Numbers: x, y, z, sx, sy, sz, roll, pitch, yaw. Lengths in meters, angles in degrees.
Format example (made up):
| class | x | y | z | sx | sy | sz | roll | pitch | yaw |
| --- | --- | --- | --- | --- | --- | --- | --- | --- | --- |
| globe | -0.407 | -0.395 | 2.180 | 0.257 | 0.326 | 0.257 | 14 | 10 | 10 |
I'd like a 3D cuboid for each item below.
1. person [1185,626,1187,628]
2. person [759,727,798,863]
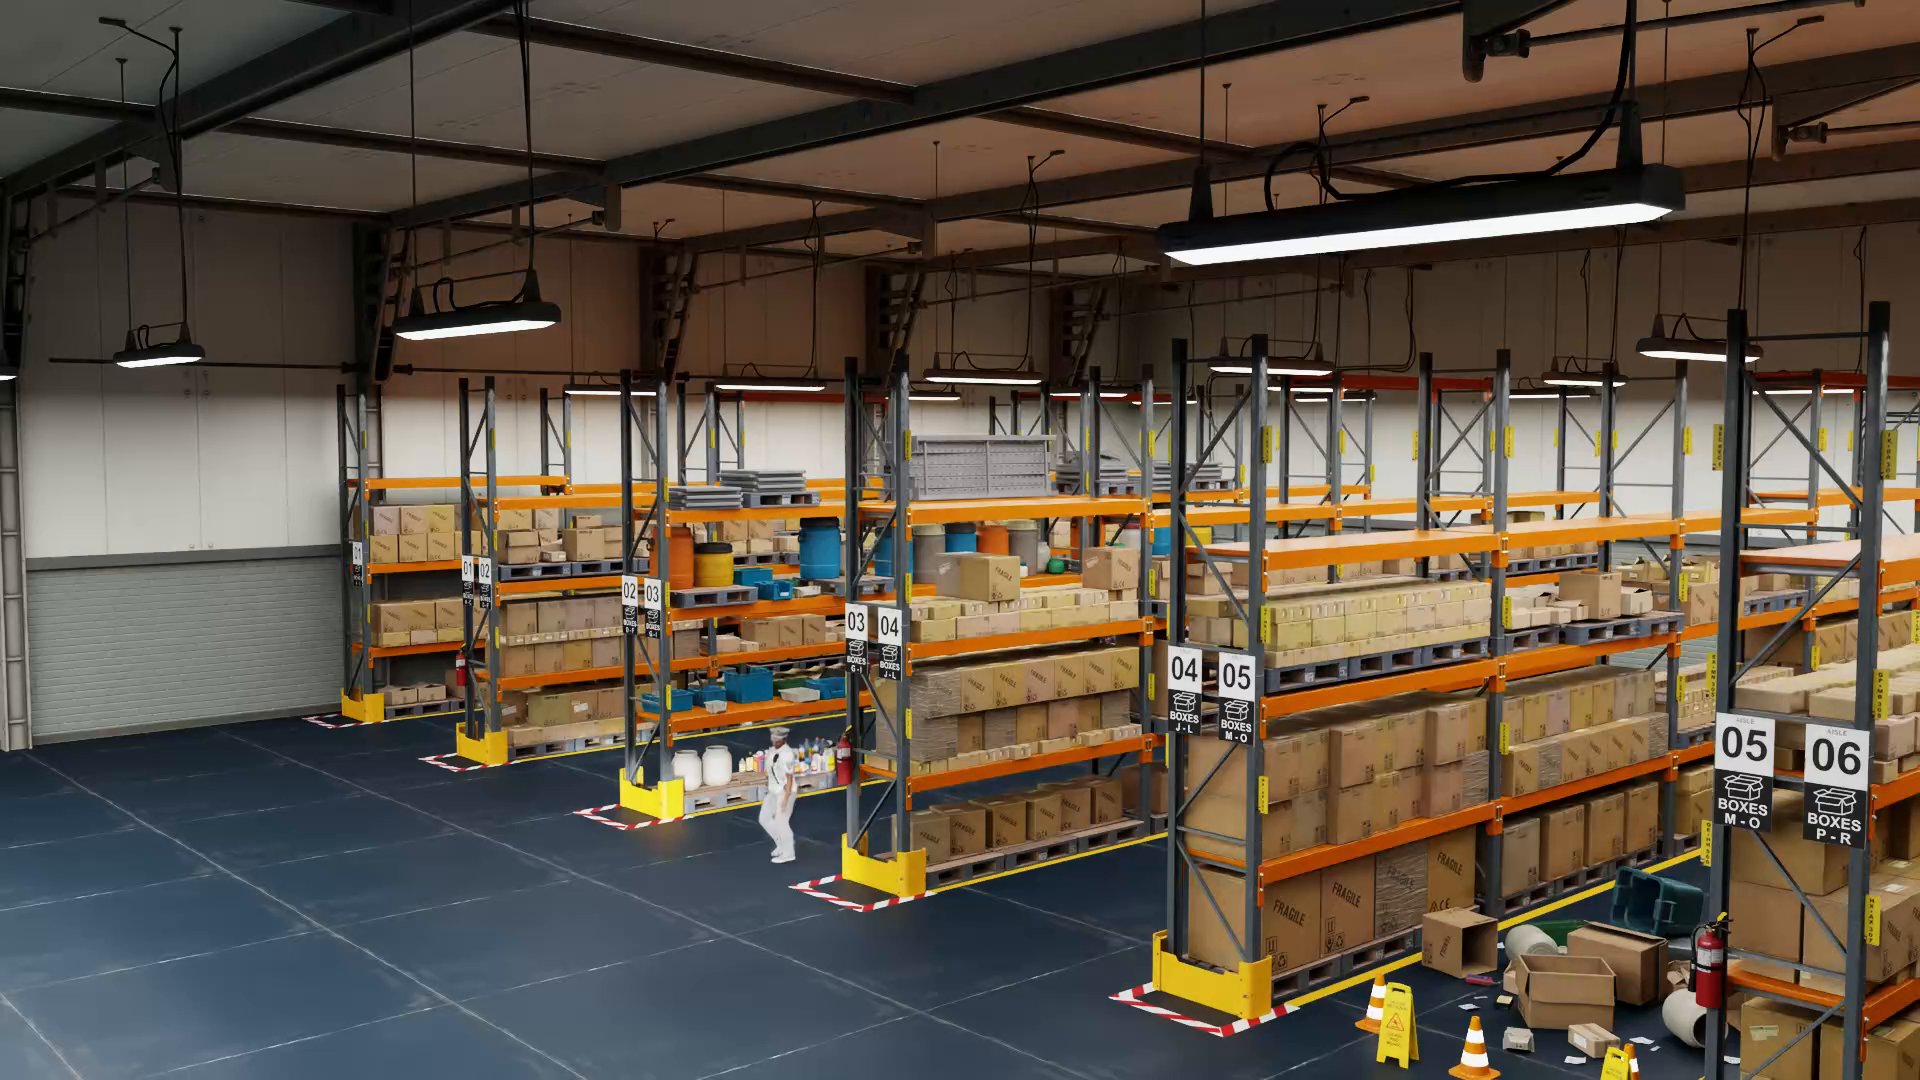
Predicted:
| class | x | y | z | sx | sy | sz | roll | pitch | yaw |
| --- | --- | --- | --- | --- | --- | --- | --- | --- | --- |
| person | 4.863 | 2.137 | 34.083 | 0.678 | 1.594 | 0.806 | 3 | 5 | 34 |
| person | -2.144 | 3.021 | 19.800 | 0.408 | 1.641 | 0.580 | -3 | 5 | -35 |
